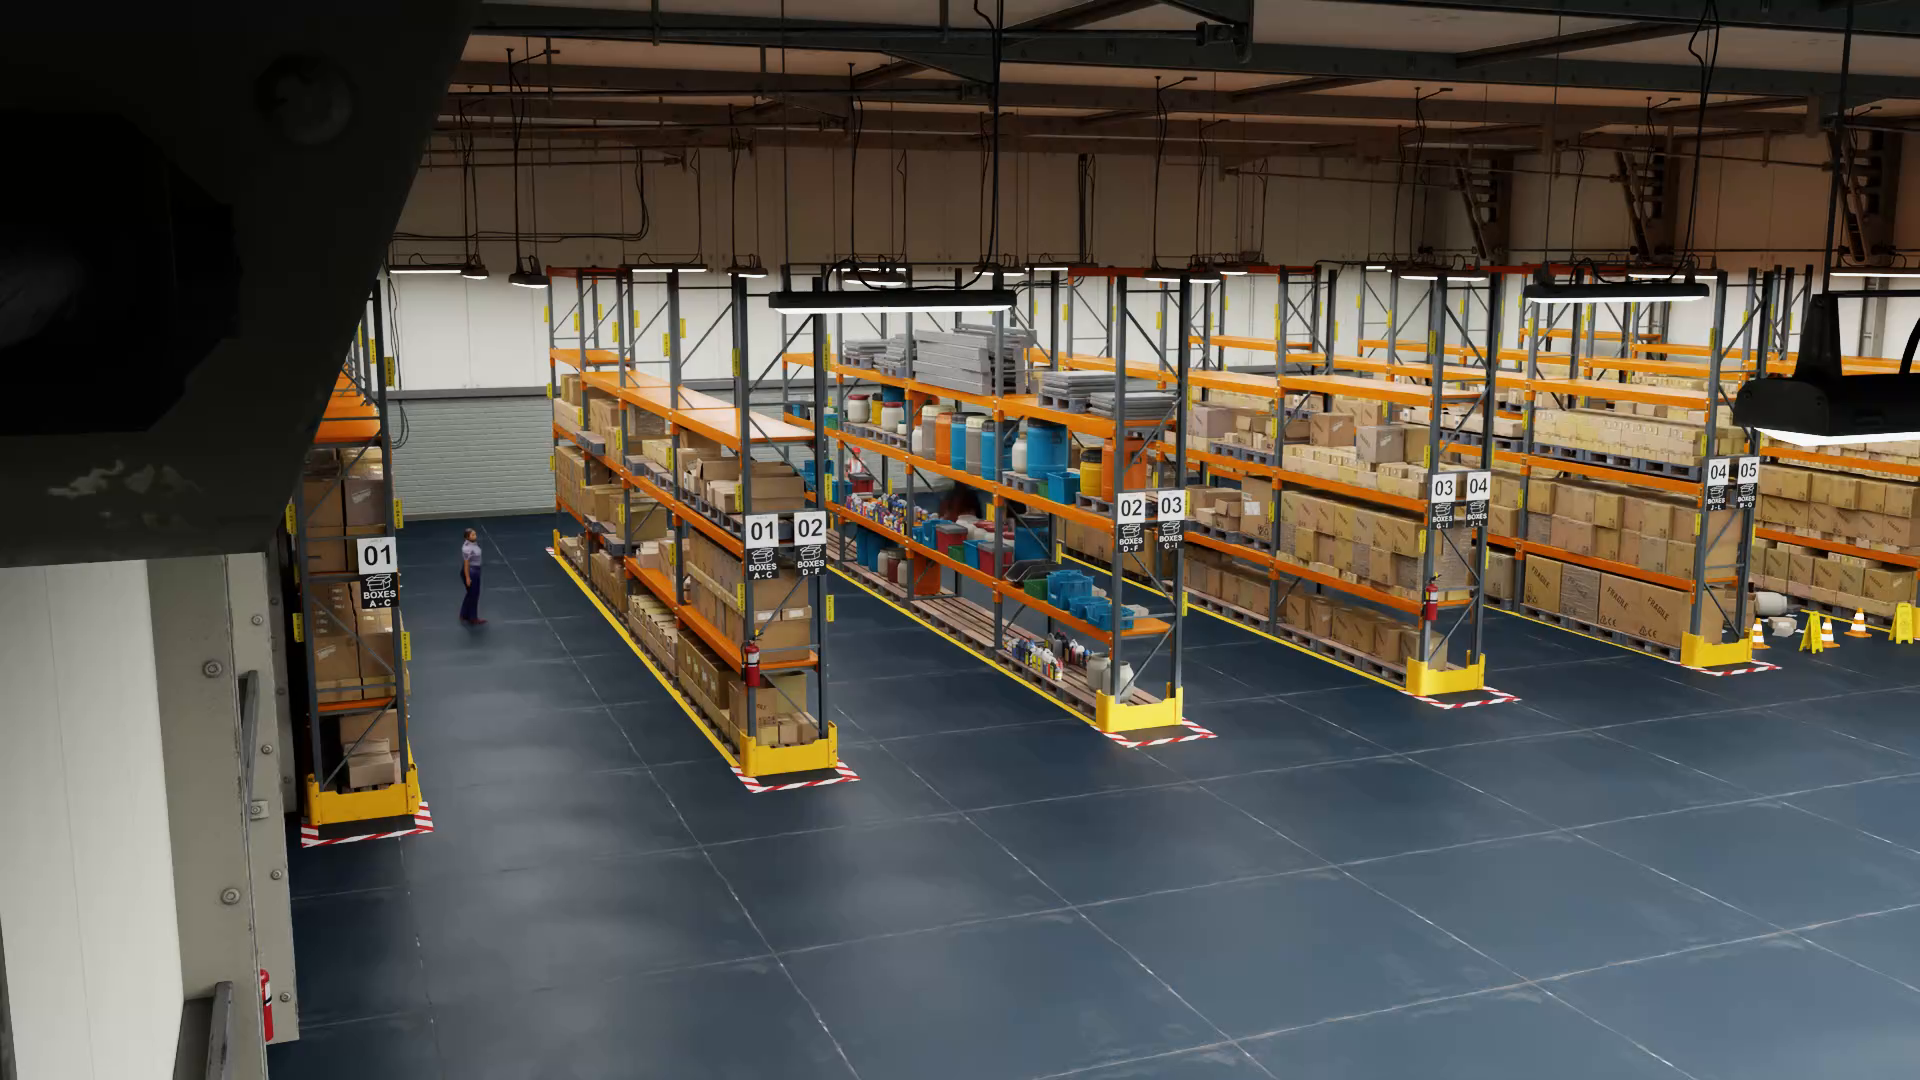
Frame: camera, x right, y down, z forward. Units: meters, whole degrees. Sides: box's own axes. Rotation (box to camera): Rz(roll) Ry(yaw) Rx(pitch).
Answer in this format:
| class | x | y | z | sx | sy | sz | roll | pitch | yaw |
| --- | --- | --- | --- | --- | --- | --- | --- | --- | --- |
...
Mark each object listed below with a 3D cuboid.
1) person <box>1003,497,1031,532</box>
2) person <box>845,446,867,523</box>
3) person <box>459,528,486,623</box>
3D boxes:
| class | x | y | z | sx | sy | sz | roll | pitch | yaw |
| --- | --- | --- | --- | --- | --- | --- | --- | --- | --- |
| person | 1.184 | -0.430 | 34.363 | 0.572 | 1.725 | 0.940 | -3 | 10 | -18 |
| person | -2.404 | -1.350 | 39.052 | 0.539 | 1.724 | 0.535 | 5 | 11 | 24 |
| person | -8.363 | 0.611 | 28.418 | 0.428 | 1.679 | 0.520 | -5 | 11 | -25 |
